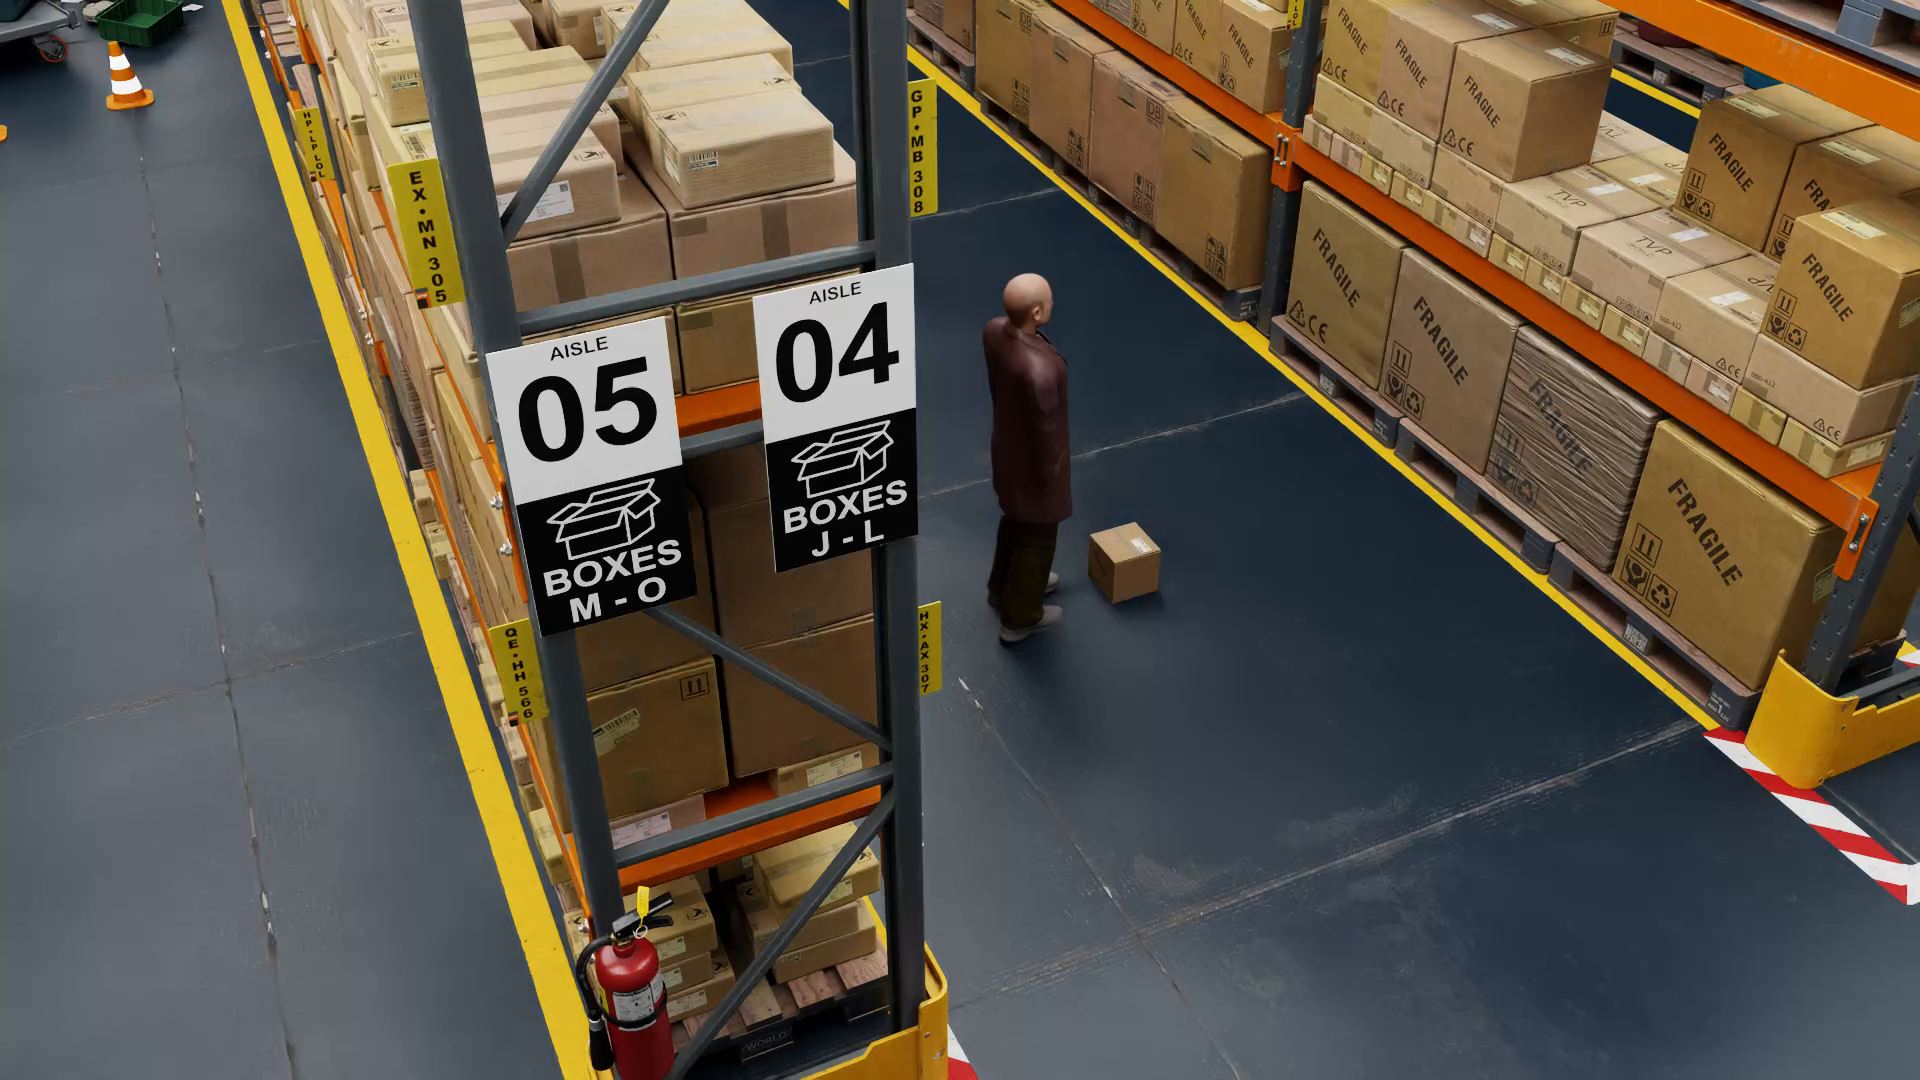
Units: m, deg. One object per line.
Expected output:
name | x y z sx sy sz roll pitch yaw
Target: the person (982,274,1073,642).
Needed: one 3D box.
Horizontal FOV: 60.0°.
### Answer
person | 0.316 -0.380 7.394 0.440 1.795 0.568 -14 39 -18
